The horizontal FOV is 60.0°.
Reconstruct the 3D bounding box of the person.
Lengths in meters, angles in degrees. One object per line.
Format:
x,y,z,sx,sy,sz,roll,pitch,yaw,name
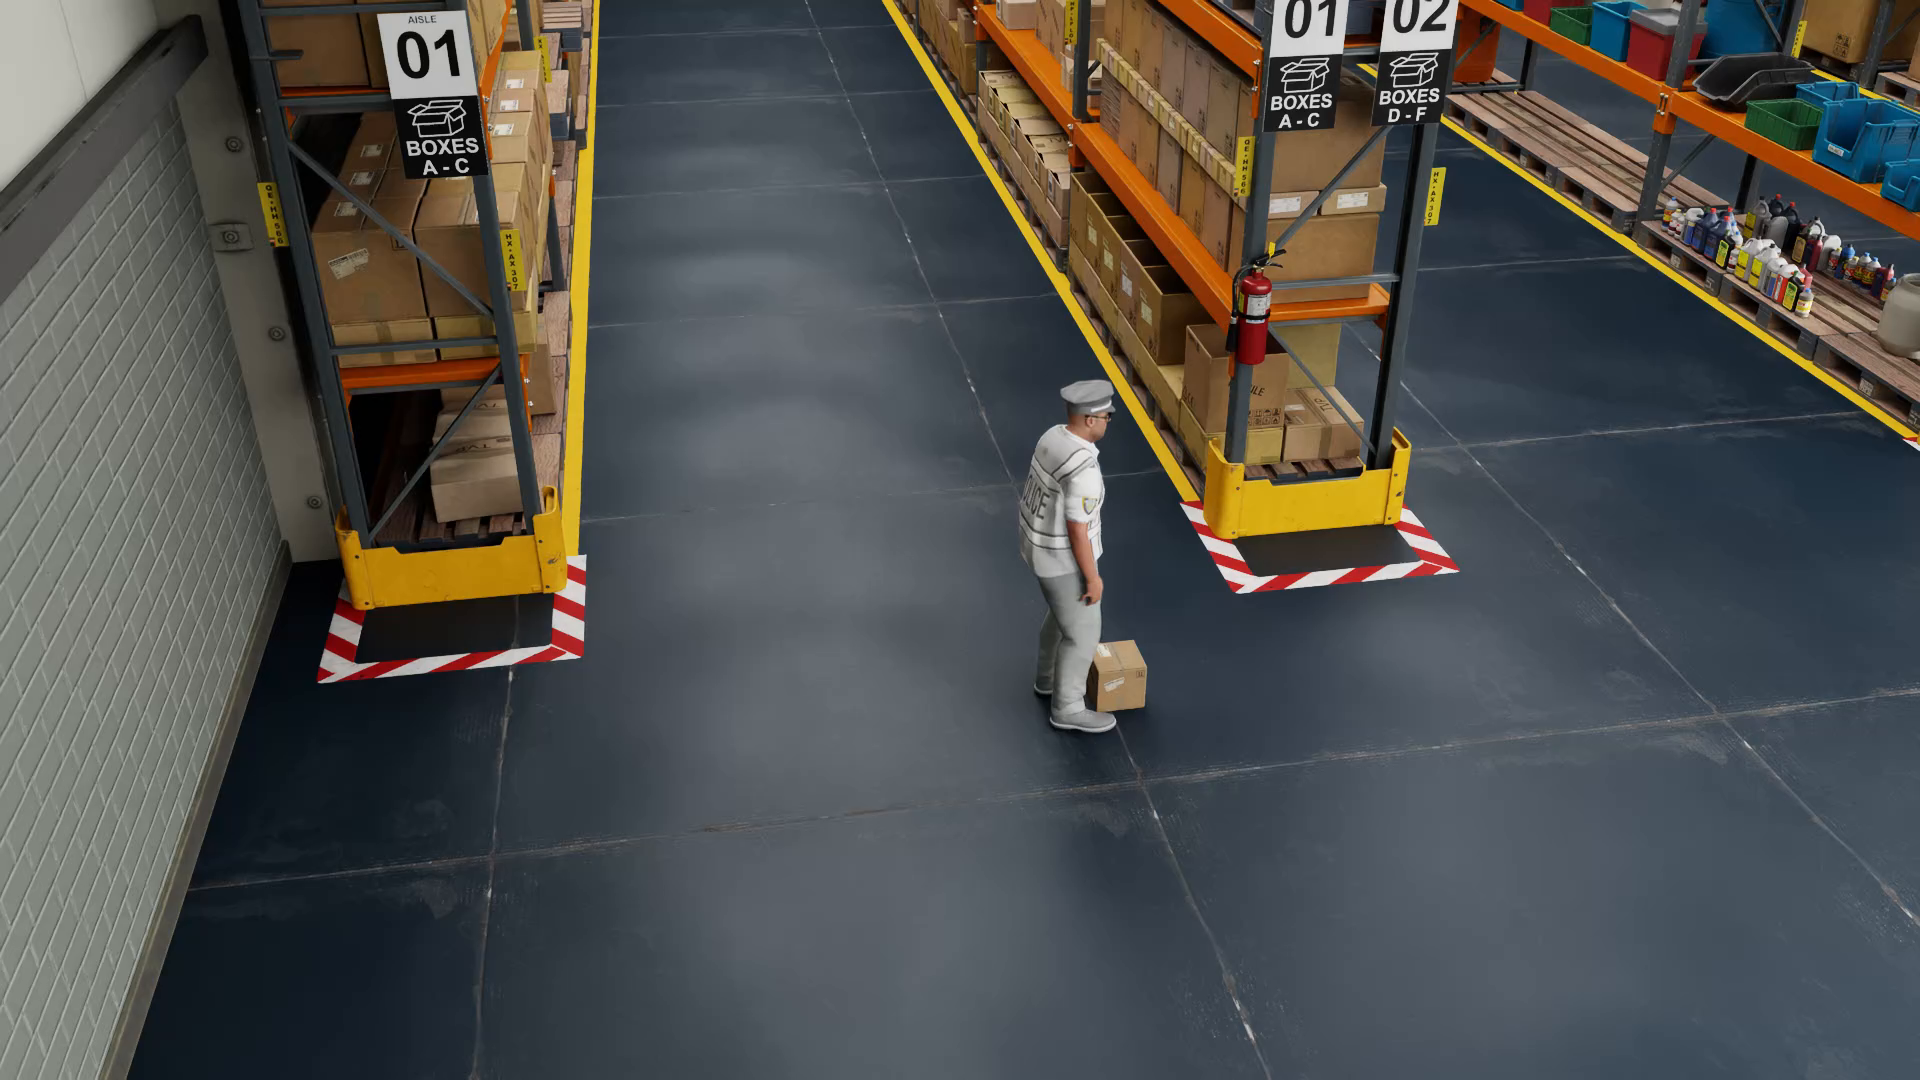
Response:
0.515,0.071,8.011,0.437,1.746,0.604,-7,31,-12,person
